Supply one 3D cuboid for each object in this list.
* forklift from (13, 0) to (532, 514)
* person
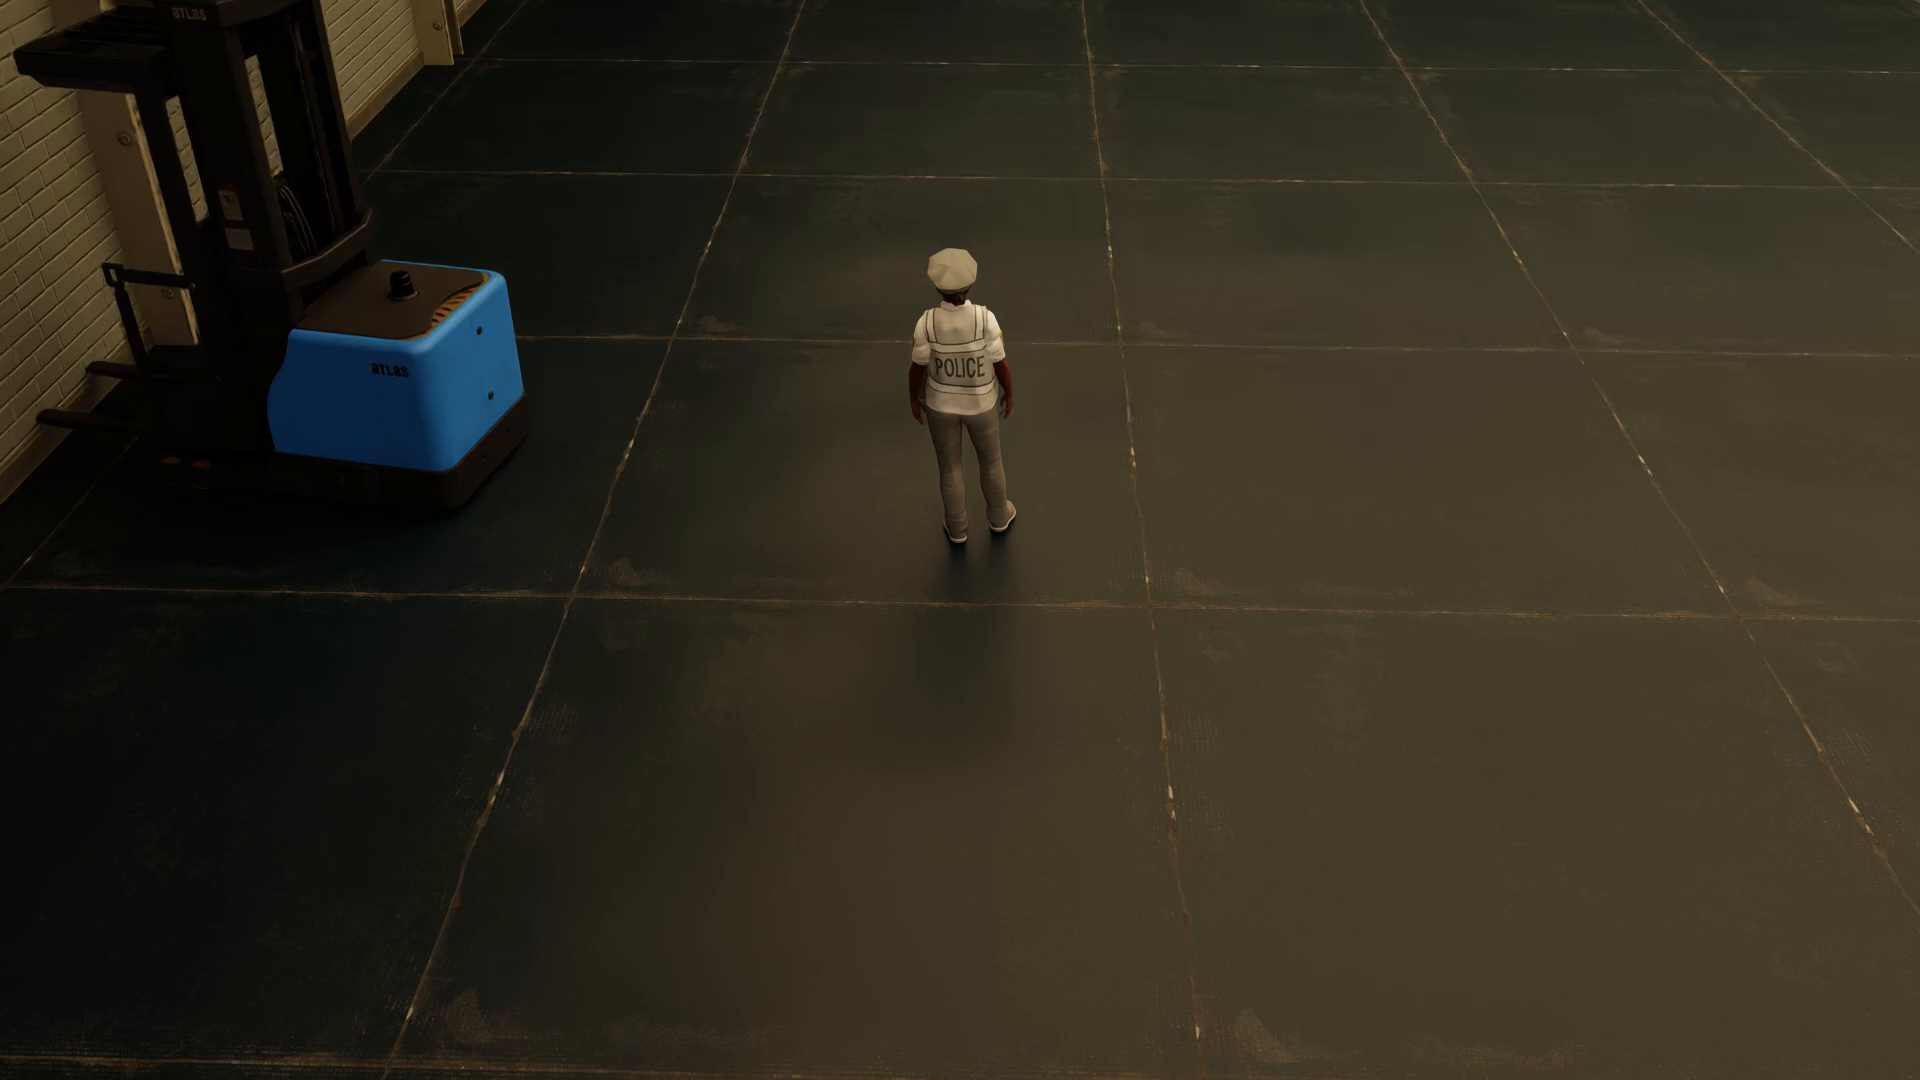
[{"bbox_3d":[-4.144,-1.788,9.151,3.031,2.935,1.130,7,34,11],"label":"forklift"},{"bbox_3d":[0.022,-0.754,8.692,0.569,1.693,0.528,1,33,1],"label":"person"}]
